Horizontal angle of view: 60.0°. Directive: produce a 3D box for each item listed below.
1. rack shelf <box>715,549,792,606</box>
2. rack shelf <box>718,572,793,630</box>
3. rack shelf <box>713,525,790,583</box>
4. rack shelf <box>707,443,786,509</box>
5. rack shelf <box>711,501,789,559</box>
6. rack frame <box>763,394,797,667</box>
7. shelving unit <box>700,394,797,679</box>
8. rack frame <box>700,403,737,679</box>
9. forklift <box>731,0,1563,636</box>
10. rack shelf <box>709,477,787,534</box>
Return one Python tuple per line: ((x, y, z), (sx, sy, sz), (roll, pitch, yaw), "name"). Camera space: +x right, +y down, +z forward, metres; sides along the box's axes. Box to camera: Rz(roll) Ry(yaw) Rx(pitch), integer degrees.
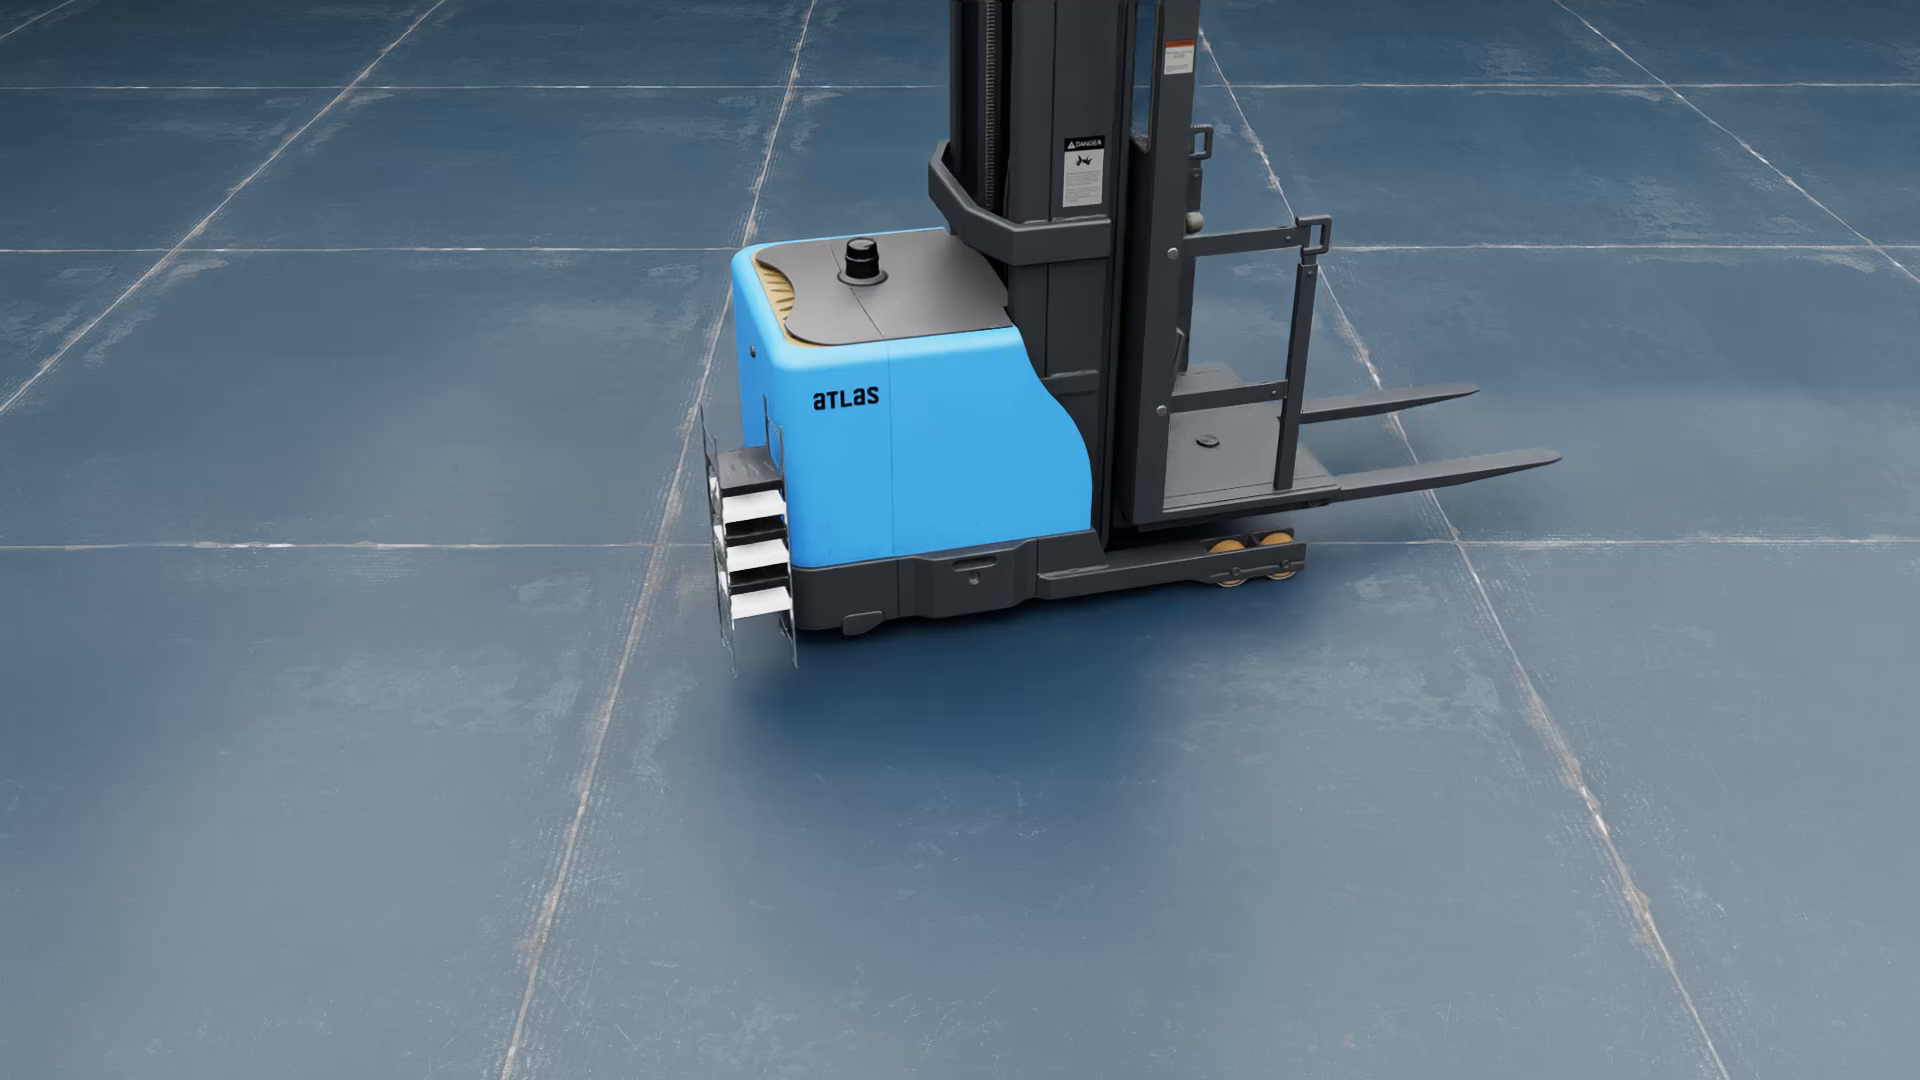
((-0.681, 0.103, 5.450), (0.200, 0.077, 0.258), (-10, 33, -16), "rack shelf")
((-0.681, 0.180, 5.496), (0.200, 0.077, 0.258), (-10, 33, -16), "rack shelf")
((-0.681, 0.026, 5.403), (0.200, 0.077, 0.258), (-10, 33, -16), "rack shelf")
((-0.681, -0.204, 5.263), (0.200, 0.077, 0.258), (-10, 33, -16), "rack shelf")
((-0.681, -0.050, 5.356), (0.200, 0.077, 0.258), (-10, 33, -16), "rack shelf")
((-0.584, -0.019, 5.414), (0.006, 0.900, 0.240), (-10, 33, -16), "rack frame")
((-0.681, -0.002, 5.386), (0.210, 0.900, 0.258), (-10, 33, -16), "shelving unit")
((-0.777, 0.015, 5.358), (0.006, 0.900, 0.240), (-10, 33, -16), "rack frame")
((0.752, -1.340, 5.633), (3.031, 2.935, 1.130), (-8, 32, -13), "forklift")
((-0.681, -0.127, 5.310), (0.200, 0.077, 0.258), (-10, 33, -16), "rack shelf")
